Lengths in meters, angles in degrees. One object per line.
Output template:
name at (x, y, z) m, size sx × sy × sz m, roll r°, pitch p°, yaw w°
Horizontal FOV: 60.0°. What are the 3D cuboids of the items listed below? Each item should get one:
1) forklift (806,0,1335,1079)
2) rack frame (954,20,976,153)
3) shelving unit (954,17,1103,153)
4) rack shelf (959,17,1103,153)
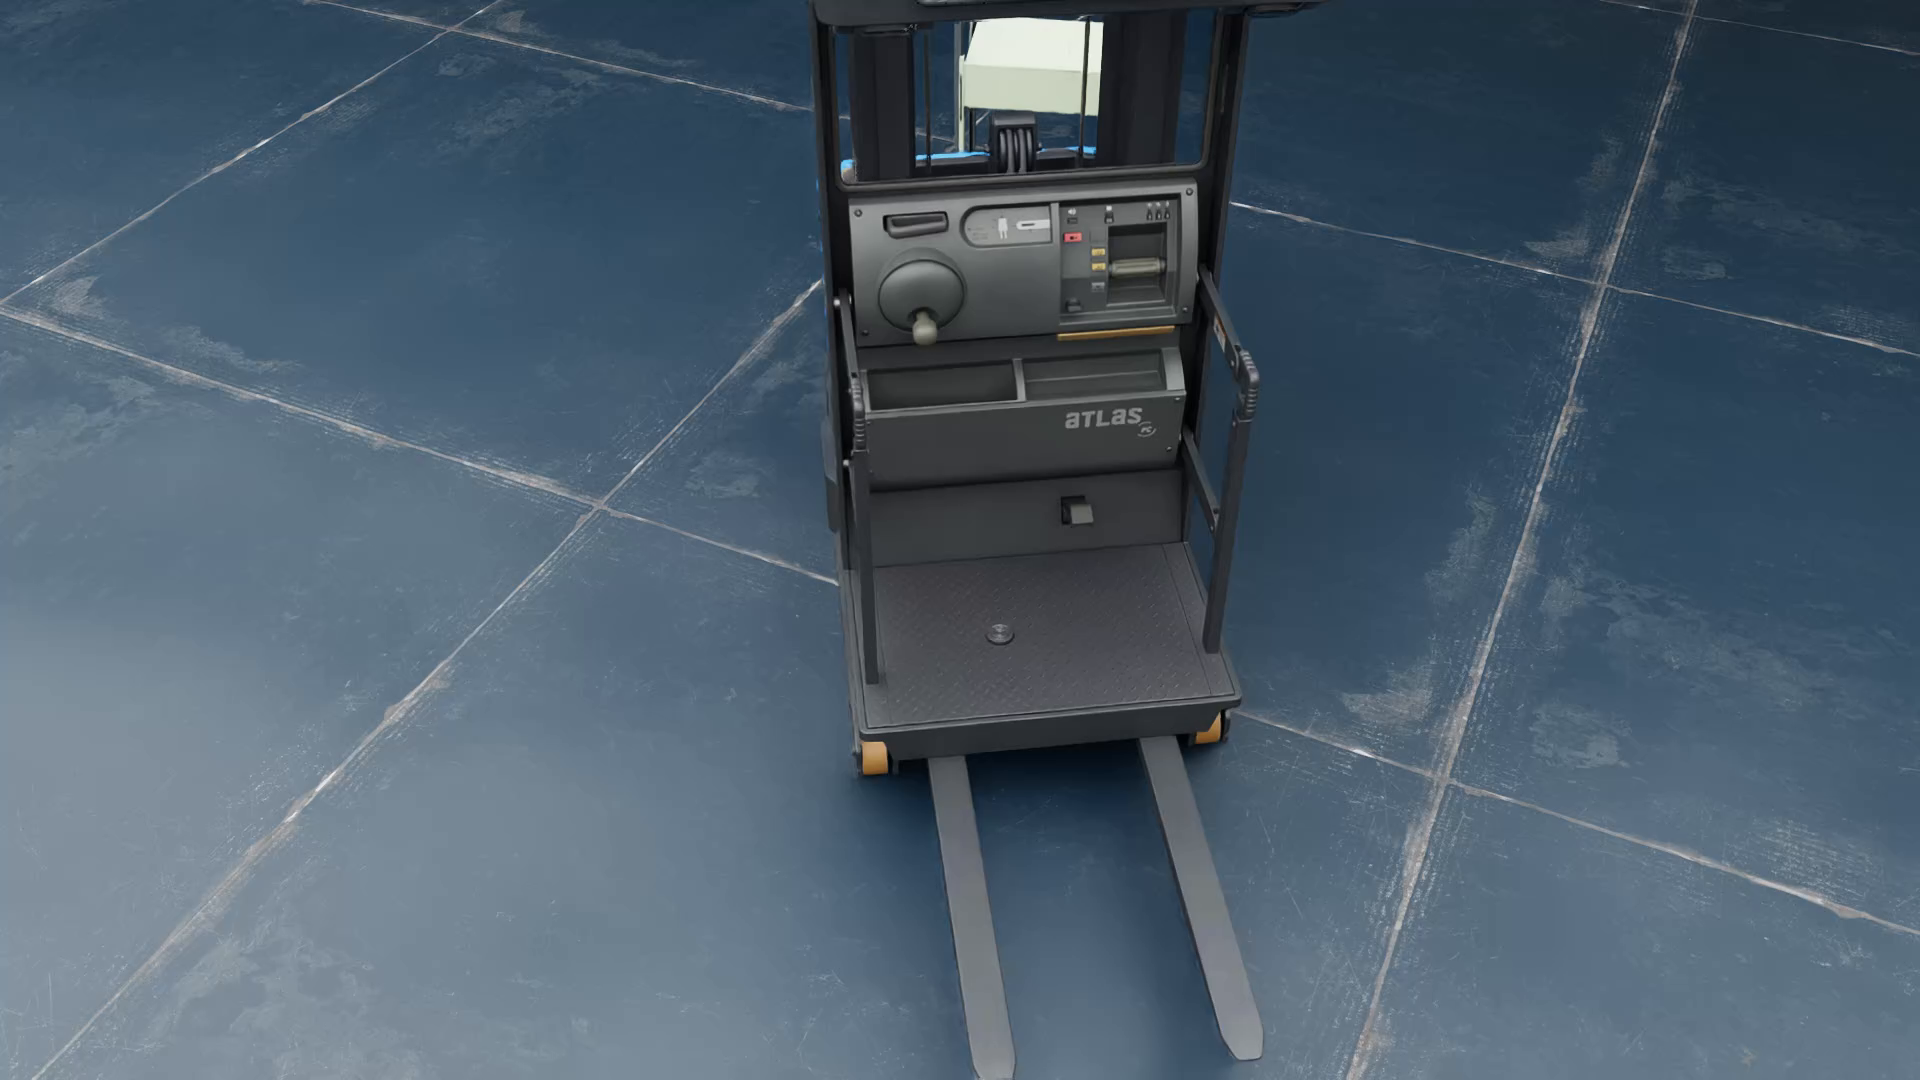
forklift at (0.204, -0.656, 4.269) m, size 1.130 × 2.935 × 3.031 m, roll -5°, pitch 41°, yaw -5°
rack frame at (0.019, -1.327, 6.134) m, size 0.023 × 1.500 × 0.400 m, roll 5°, pitch 41°, yaw 6°
shelving unit at (0.381, -1.295, 6.097) m, size 0.755 × 1.500 × 0.431 m, roll 5°, pitch 41°, yaw 6°
rack shelf at (0.382, -1.591, 5.843) m, size 0.720 × 0.370 × 0.431 m, roll 5°, pitch 41°, yaw 6°
